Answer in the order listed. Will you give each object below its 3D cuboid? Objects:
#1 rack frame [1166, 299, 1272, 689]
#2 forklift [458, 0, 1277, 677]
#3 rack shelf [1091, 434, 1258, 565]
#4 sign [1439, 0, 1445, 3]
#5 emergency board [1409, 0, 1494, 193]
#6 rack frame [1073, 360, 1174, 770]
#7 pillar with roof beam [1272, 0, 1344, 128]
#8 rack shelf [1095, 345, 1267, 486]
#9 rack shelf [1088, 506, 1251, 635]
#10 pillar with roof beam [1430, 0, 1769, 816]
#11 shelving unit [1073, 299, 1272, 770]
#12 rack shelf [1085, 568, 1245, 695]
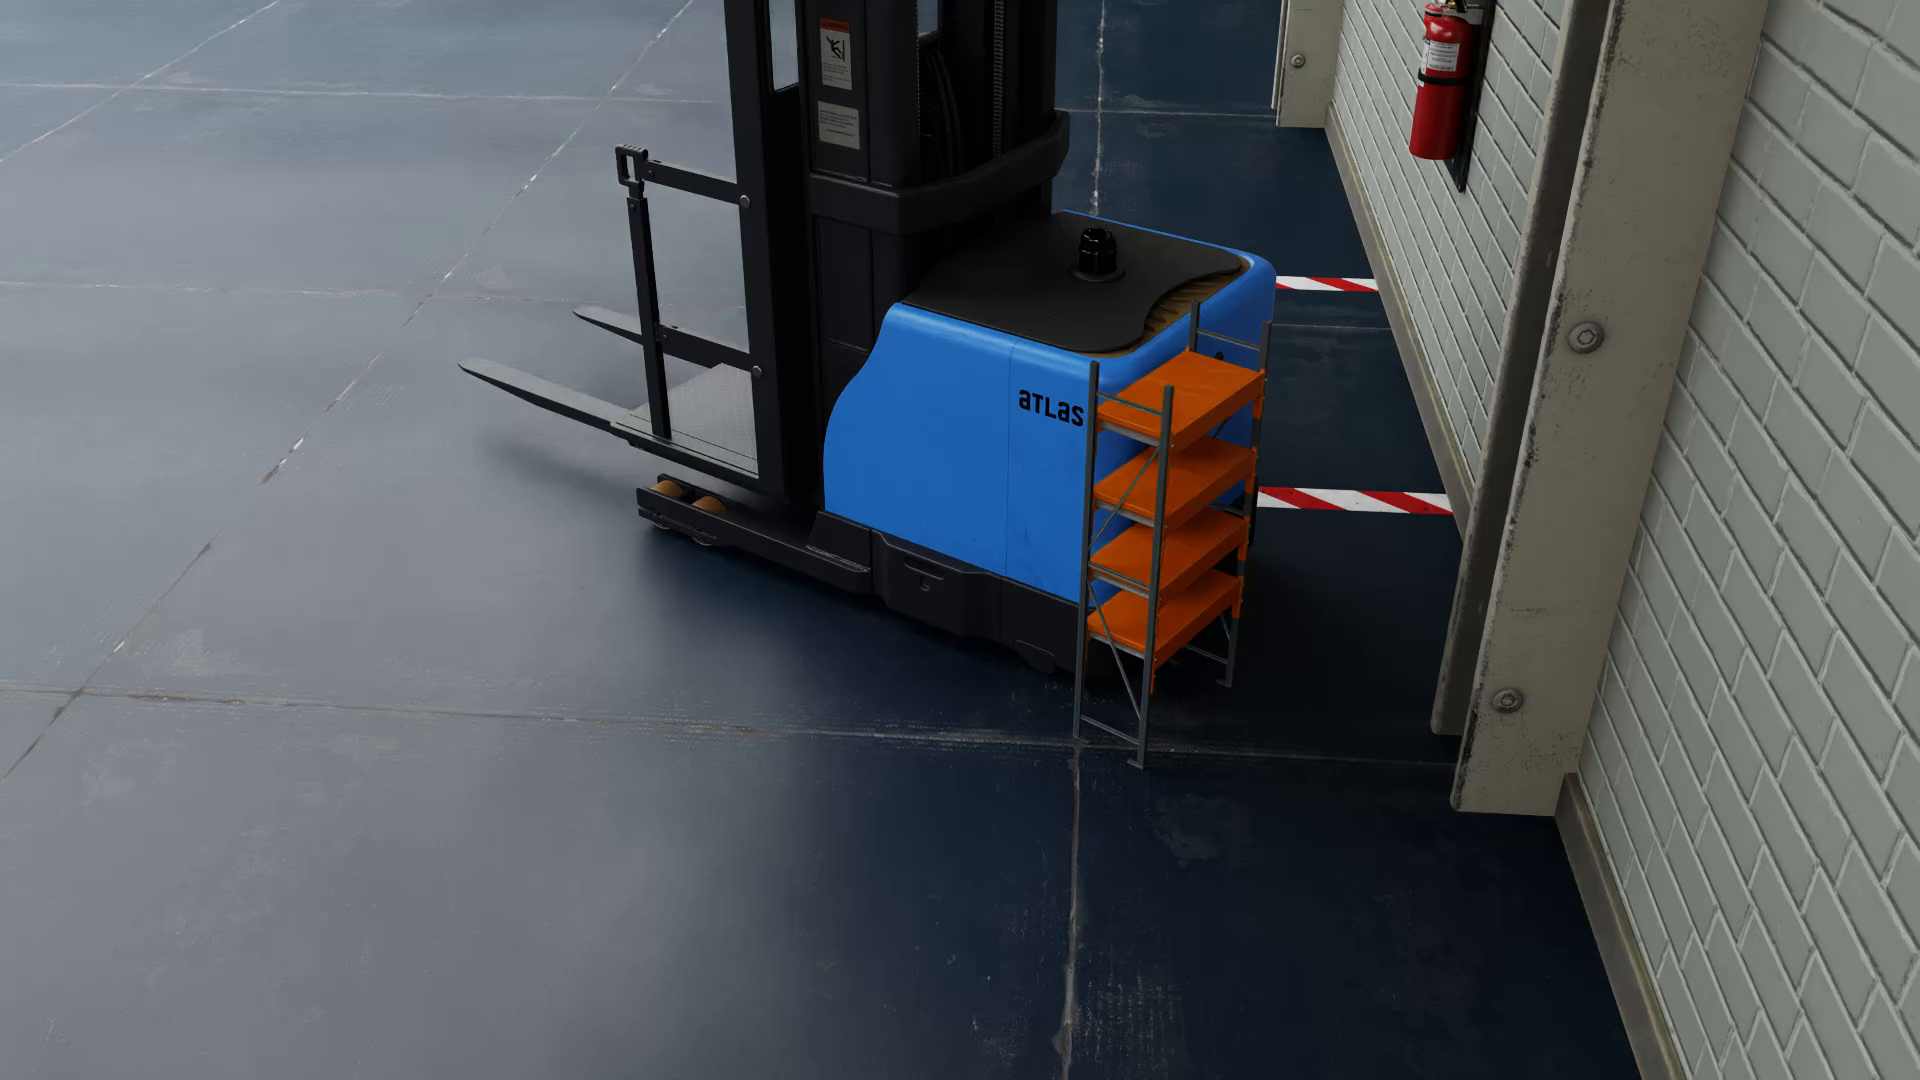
[{"bbox_3d":[0.728,-0.103,4.774,0.240,1.200,0.015,22,38,32],"label":"rack frame"},{"bbox_3d":[-0.512,-1.434,5.283,3.031,2.935,1.130,20,37,29],"label":"forklift"},{"bbox_3d":[0.577,-0.136,4.529,0.258,0.148,0.480,22,38,32],"label":"rack shelf"},{"bbox_3d":[1.905,-2.225,6.467,0.001,0.329,0.234,2,32,4],"label":"sign"},{"bbox_3d":[1.758,-1.925,6.014,0.194,1.169,0.643,2,32,4],"label":"emergency board"},{"bbox_3d":[0.426,0.098,4.447,0.240,1.200,0.015,22,38,32],"label":"rack frame"},{"bbox_3d":[-2.284,-6.509,7.735,9.100,9.000,0.400,2,32,4],"label":"pillar with roof beam"},{"bbox_3d":[0.577,-0.337,4.404,0.258,0.148,0.480,22,38,32],"label":"rack shelf"},{"bbox_3d":[0.577,0.055,4.646,0.258,0.148,0.480,22,38,32],"label":"rack shelf"},{"bbox_3d":[-2.772,-3.372,2.644,9.100,9.000,0.400,2,32,4],"label":"pillar with roof beam"},{"bbox_3d":[0.577,-0.003,4.611,0.258,1.200,0.503,22,38,32],"label":"shelving unit"},{"bbox_3d":[0.577,0.224,4.750,0.258,0.148,0.480,22,38,32],"label":"rack shelf"}]
